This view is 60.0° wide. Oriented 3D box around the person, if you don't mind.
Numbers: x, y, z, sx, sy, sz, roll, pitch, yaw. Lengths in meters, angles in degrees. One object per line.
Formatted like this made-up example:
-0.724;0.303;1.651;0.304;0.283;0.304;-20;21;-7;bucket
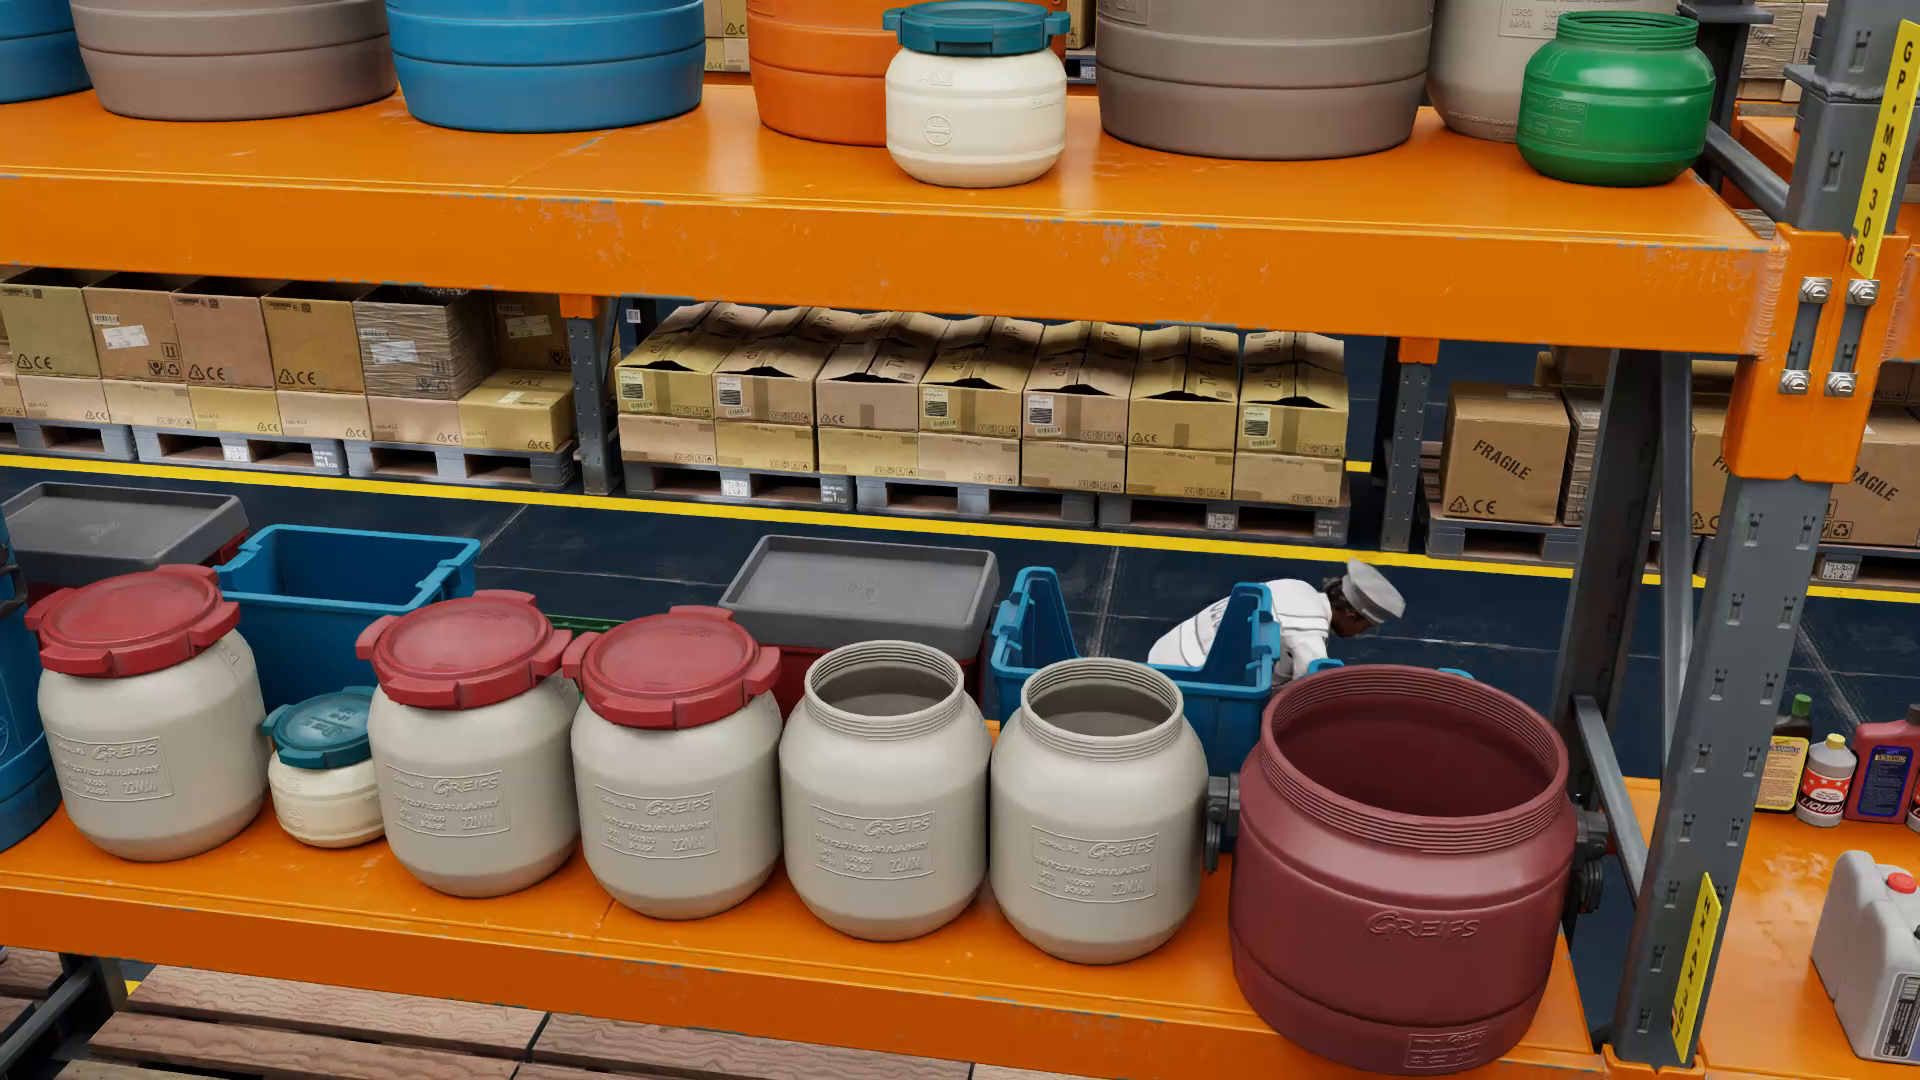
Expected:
1.084;0.525;5.815;0.858;0.968;0.486;4;25;8;person
